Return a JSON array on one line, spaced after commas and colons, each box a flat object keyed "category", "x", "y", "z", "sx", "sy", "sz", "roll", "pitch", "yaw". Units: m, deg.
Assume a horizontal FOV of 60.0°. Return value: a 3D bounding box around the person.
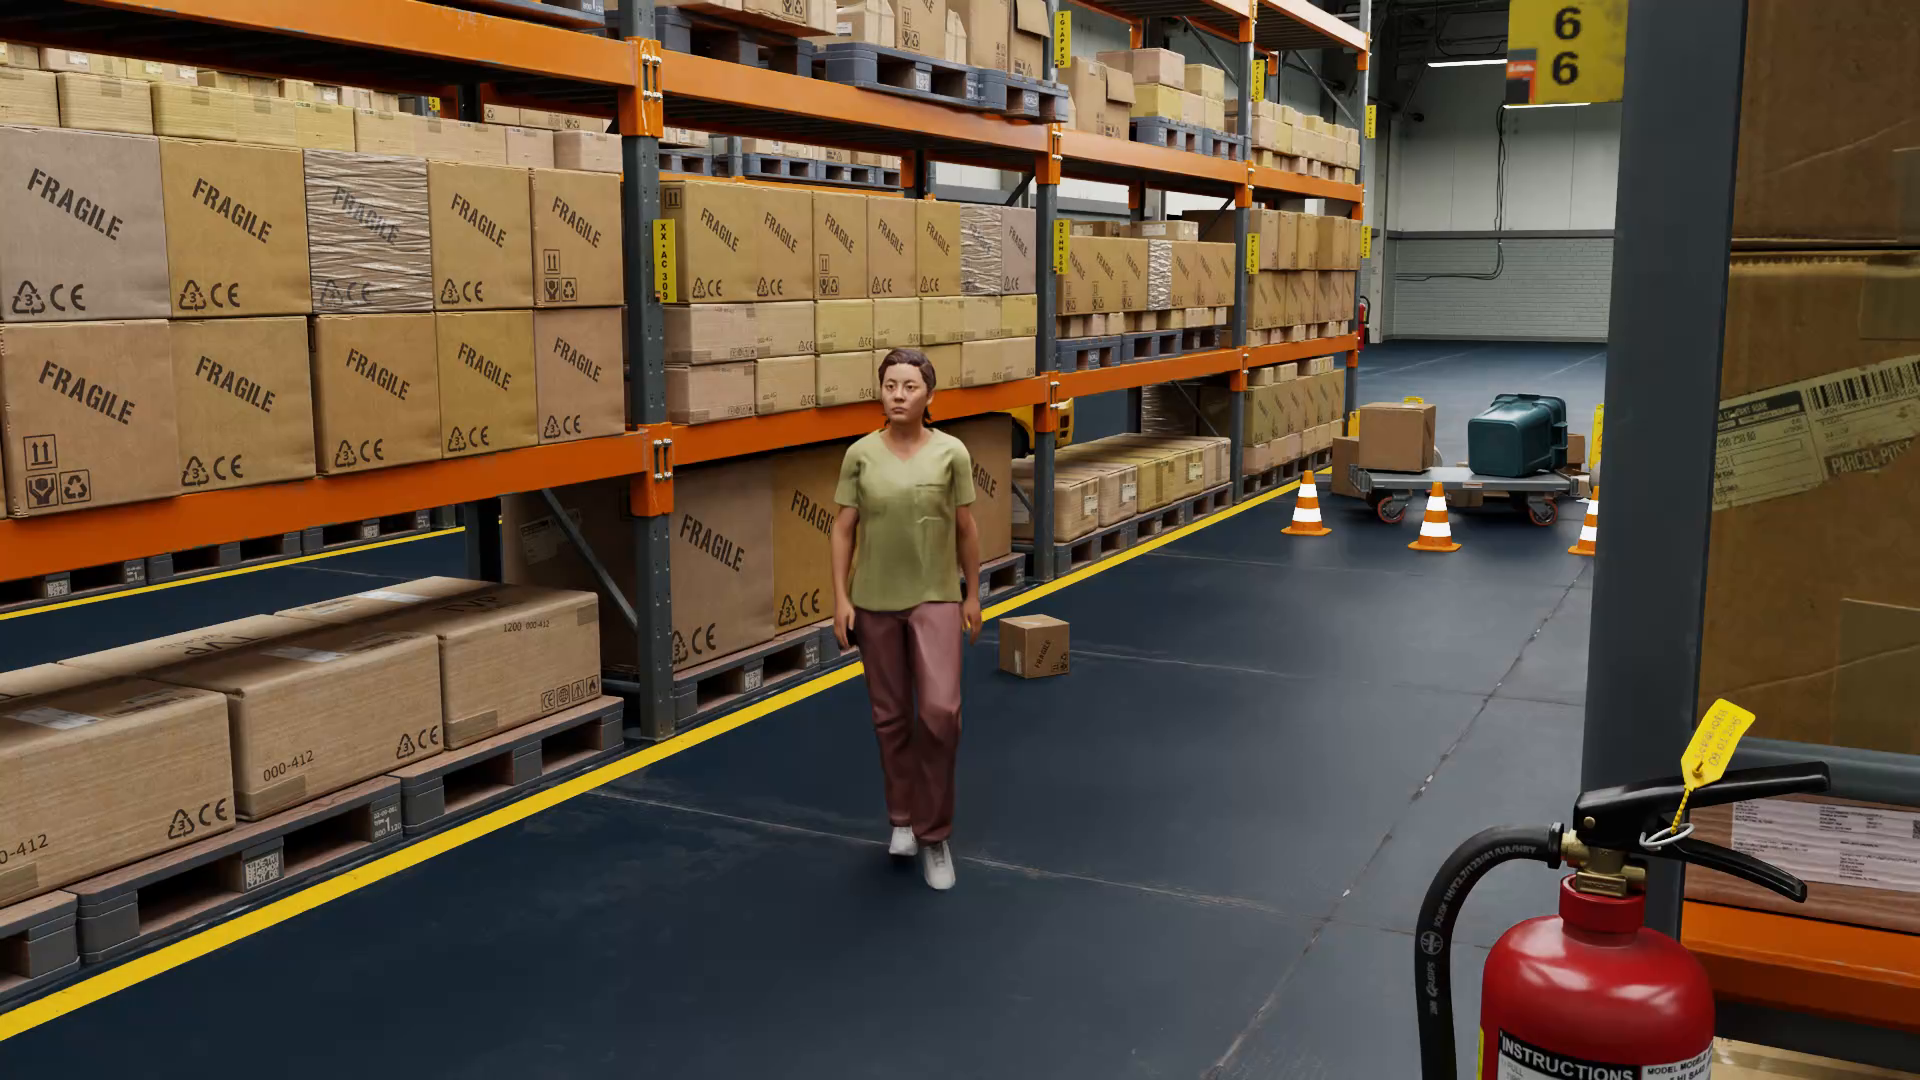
[{"category": "person", "x": -0.178, "y": 0.251, "z": 5.337, "sx": 0.479, "sy": 1.720, "sz": 0.511, "roll": 1, "pitch": 9, "yaw": 5}]
